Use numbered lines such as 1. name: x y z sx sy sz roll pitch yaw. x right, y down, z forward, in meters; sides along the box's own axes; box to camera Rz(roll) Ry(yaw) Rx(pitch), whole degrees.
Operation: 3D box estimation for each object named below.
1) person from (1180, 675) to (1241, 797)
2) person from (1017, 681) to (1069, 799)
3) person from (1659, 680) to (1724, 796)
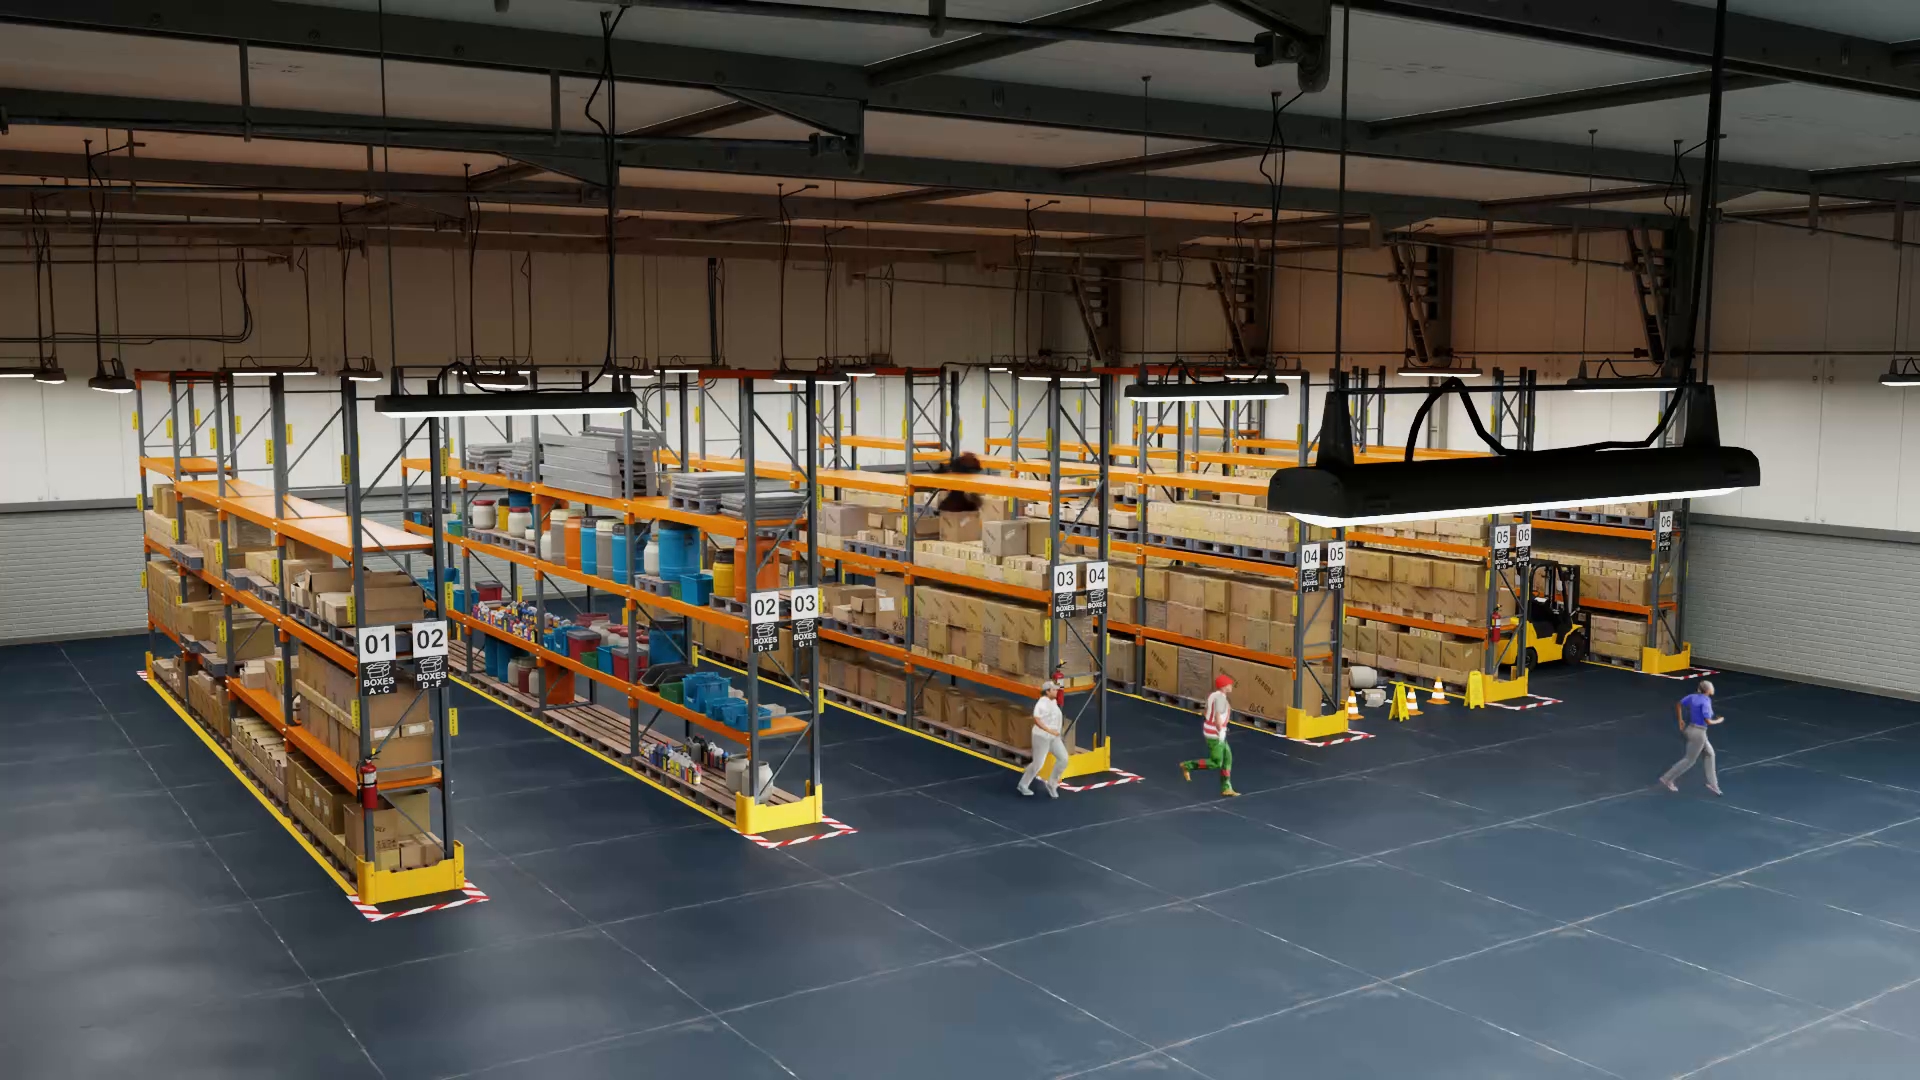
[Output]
1. person: 3.583 2.806 23.768 0.895 1.759 0.662 0 6 -1
2. person: 1.238 2.853 23.807 0.676 1.678 0.682 4 8 33
3. person: 10.503 2.839 23.802 0.920 1.693 0.600 0 6 2
